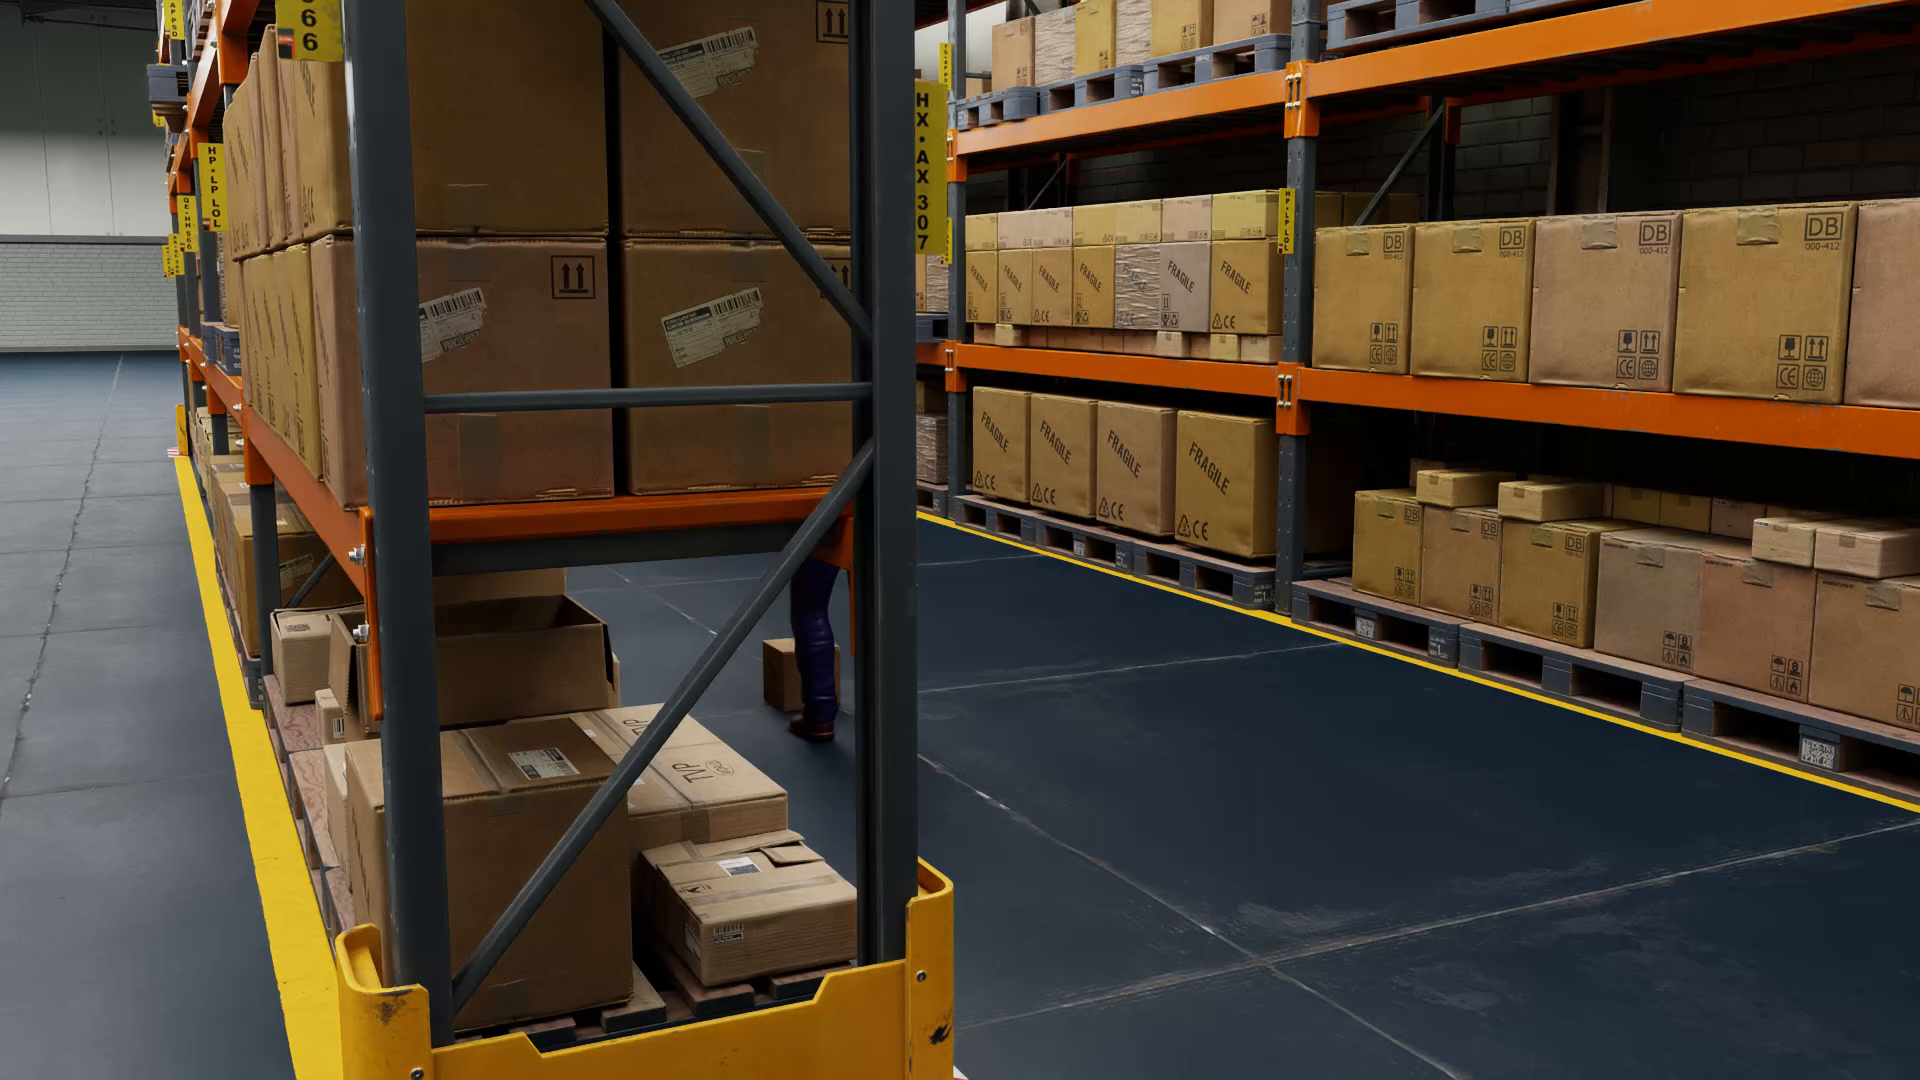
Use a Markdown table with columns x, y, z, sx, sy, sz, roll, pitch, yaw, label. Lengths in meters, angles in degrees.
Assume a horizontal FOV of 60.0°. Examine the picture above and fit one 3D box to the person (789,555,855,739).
| x | y | z | sx | sy | sz | roll | pitch | yaw | label |
| --- | --- | --- | --- | --- | --- | --- | --- | --- | --- |
| -0.471 | -0.067 | 6.364 | 0.470 | 1.645 | 0.342 | -4 | 10 | -25 | person |
